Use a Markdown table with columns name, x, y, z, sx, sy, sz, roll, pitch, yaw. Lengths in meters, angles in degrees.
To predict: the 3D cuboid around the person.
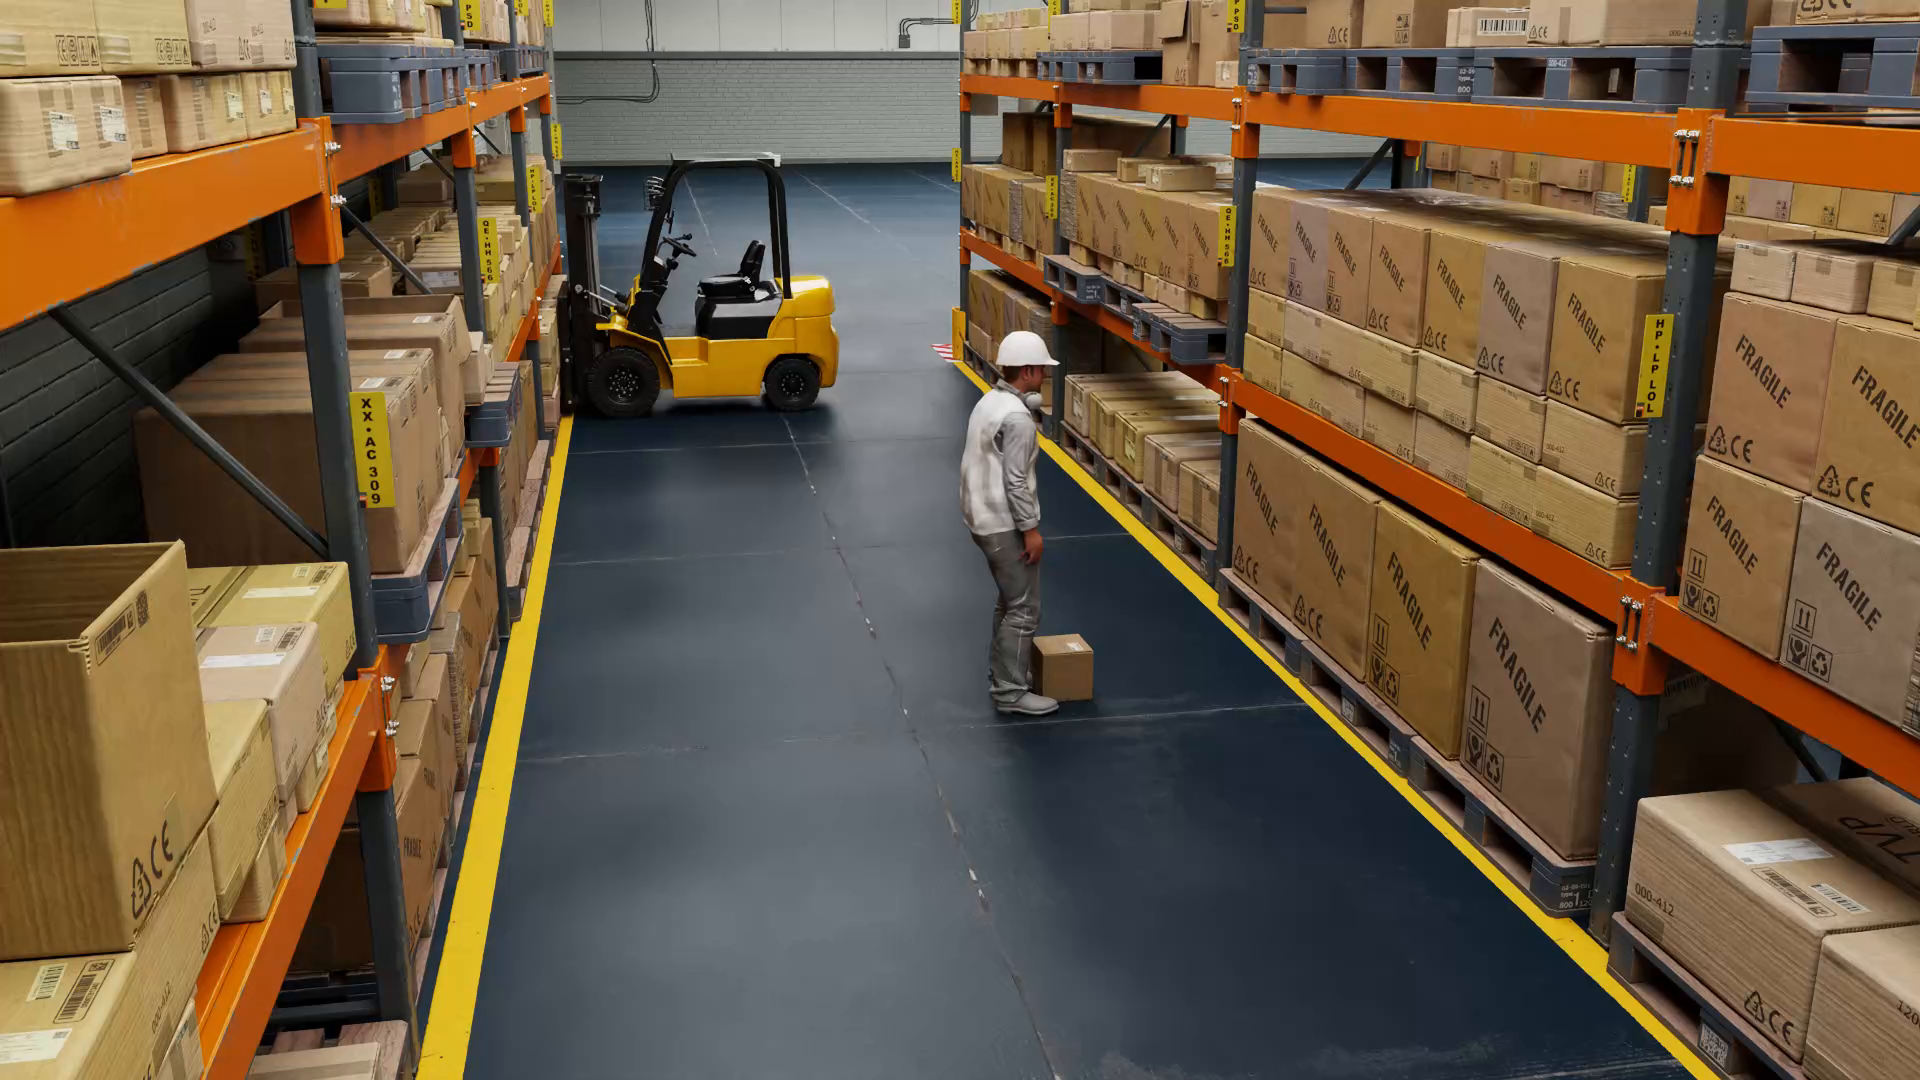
| name | x | y | z | sx | sy | sz | roll | pitch | yaw |
| --- | --- | --- | --- | --- | --- | --- | --- | --- | --- |
| person | 0.241 | -0.090 | 7.798 | 0.473 | 1.771 | 0.582 | -4 | 17 | -13 |
